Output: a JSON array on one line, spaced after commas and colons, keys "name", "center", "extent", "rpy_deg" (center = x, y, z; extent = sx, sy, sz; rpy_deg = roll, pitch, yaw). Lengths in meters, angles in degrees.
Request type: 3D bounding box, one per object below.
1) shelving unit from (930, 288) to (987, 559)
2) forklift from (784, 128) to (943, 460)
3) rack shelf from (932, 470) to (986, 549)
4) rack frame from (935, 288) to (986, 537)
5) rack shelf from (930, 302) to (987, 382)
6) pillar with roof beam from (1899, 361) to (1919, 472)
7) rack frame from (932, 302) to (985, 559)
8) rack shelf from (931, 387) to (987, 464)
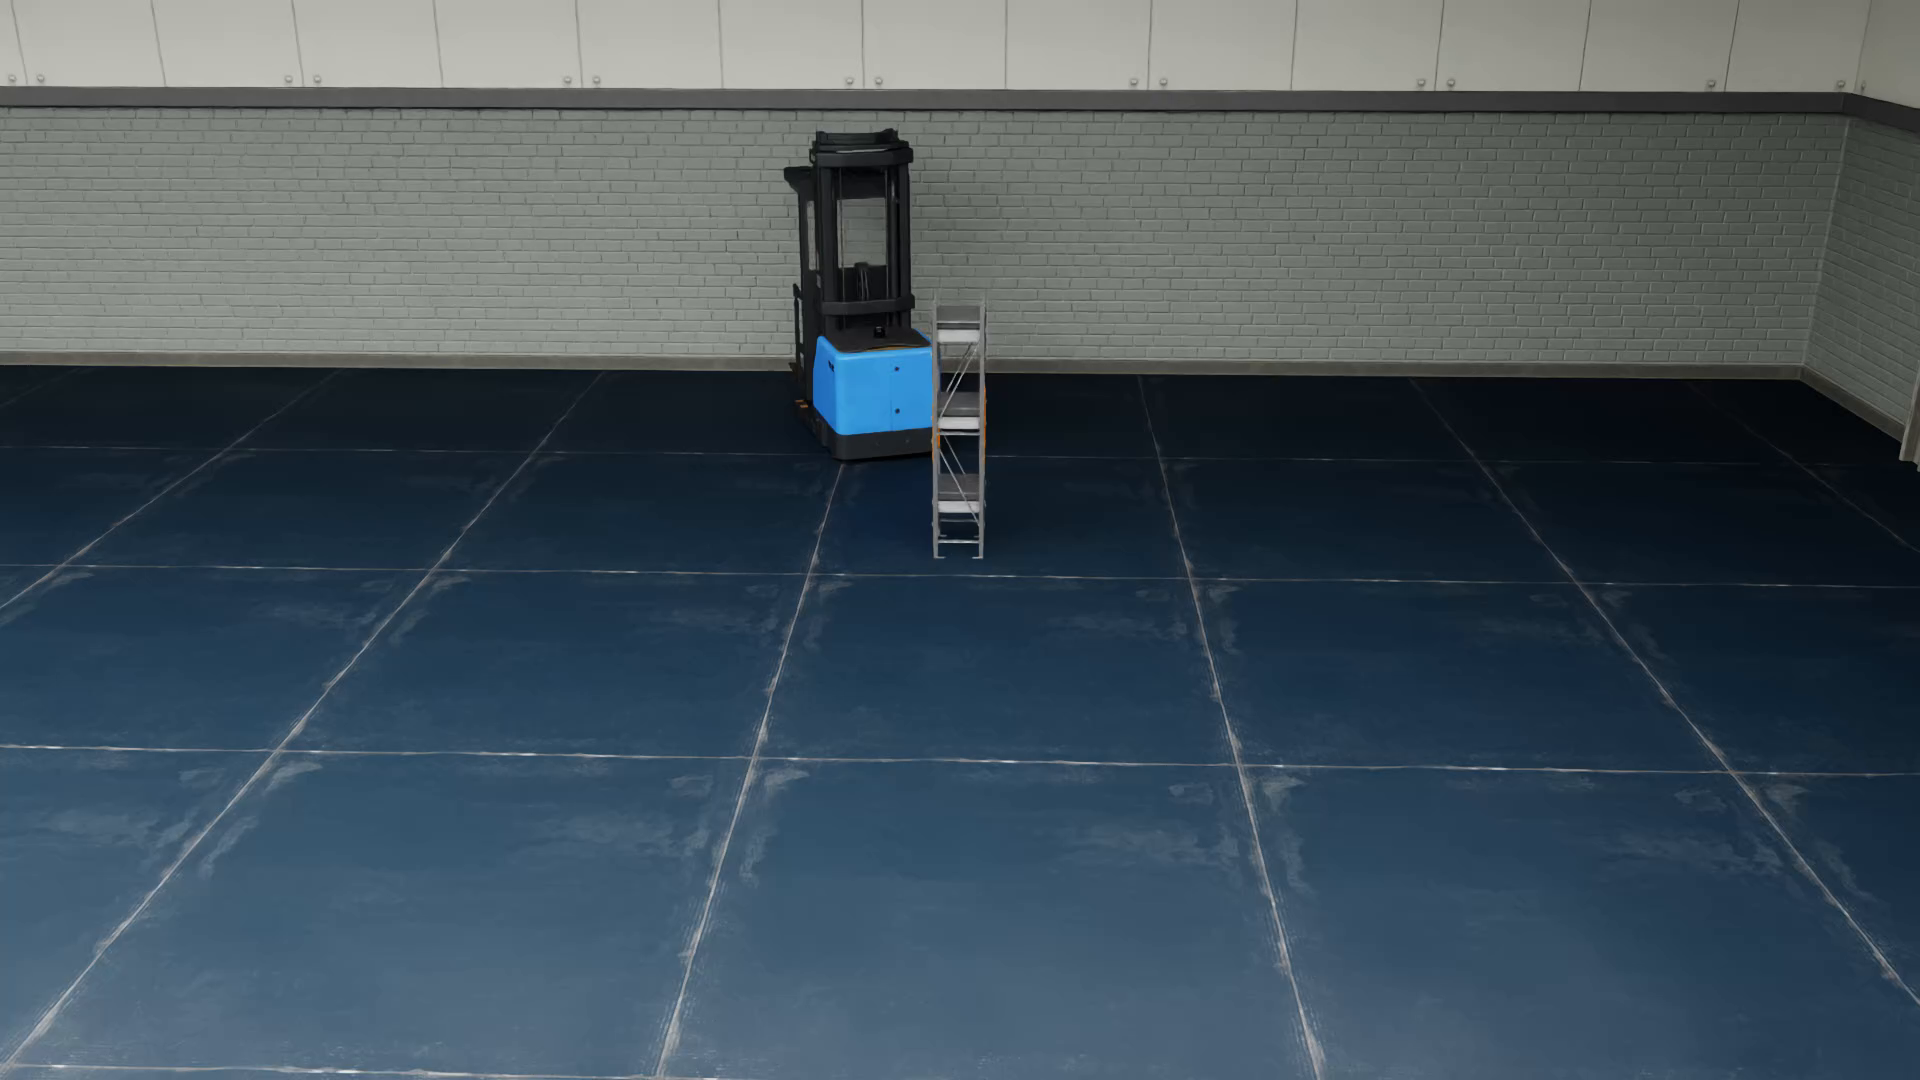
[{"name": "shelving unit", "center": [-0.005, -0.919, 13.288], "extent": [0.431, 2.100, 0.503], "rpy_deg": [1, 21, 2]}, {"name": "forklift", "center": [-1.094, -2.619, 16.519], "extent": [1.130, 2.935, 3.031], "rpy_deg": [-7, 22, -16]}, {"name": "rack shelf", "center": [-0.005, -0.254, 13.546], "extent": [0.431, 0.518, 0.480], "rpy_deg": [1, 21, 2]}, {"name": "rack frame", "center": [0.002, -1.007, 13.516], "extent": [0.400, 2.100, 0.015], "rpy_deg": [1, 21, 2]}, {"name": "rack shelf", "center": [-0.005, -1.559, 13.040], "extent": [0.431, 0.518, 0.480], "rpy_deg": [1, 21, 2]}, {"name": "pillar with roof beam", "center": [4.773, -4.945, 14.127], "extent": [9.100, 9.000, 0.400], "rpy_deg": [1, 21, 2]}, {"name": "rack frame", "center": [-0.012, -0.831, 13.061], "extent": [0.400, 2.100, 0.015], "rpy_deg": [1, 21, 2]}, {"name": "rack shelf", "center": [-0.005, -0.906, 13.293], "extent": [0.431, 0.518, 0.480], "rpy_deg": [1, 21, 2]}]
